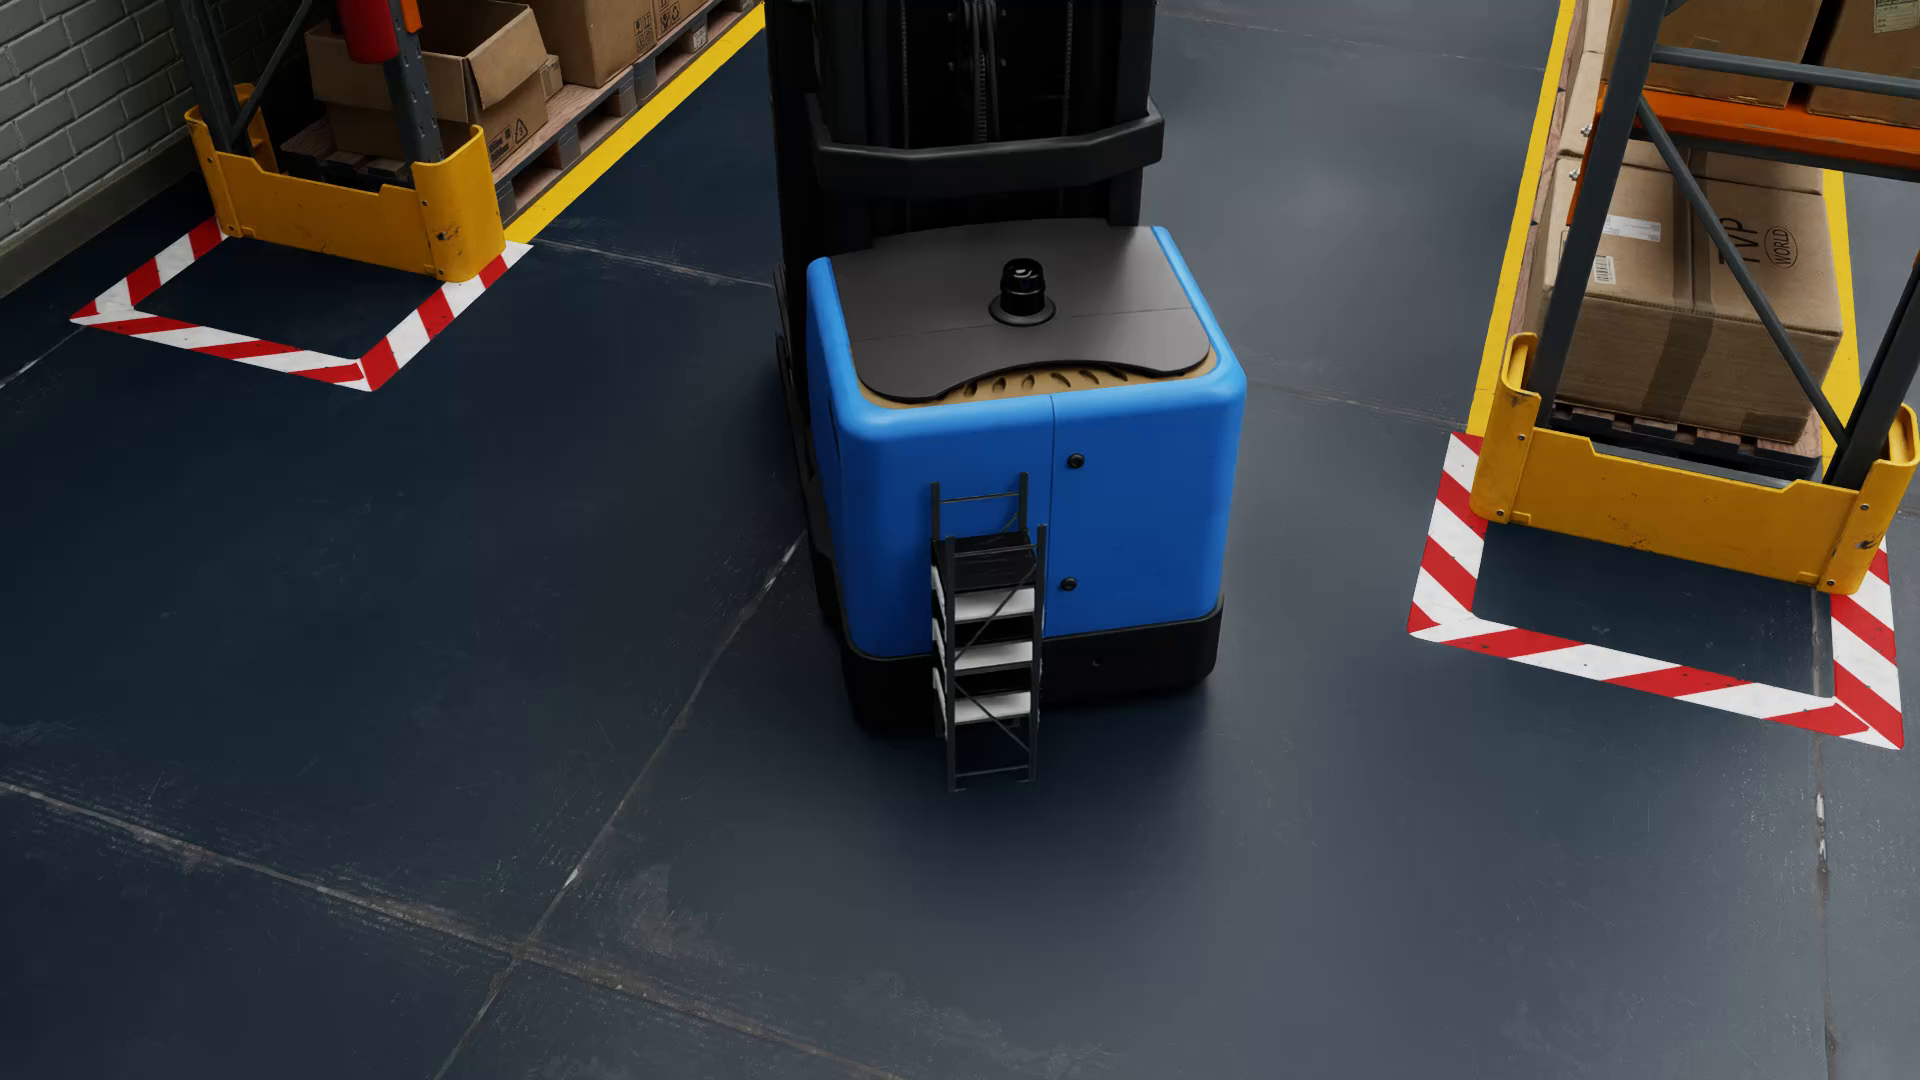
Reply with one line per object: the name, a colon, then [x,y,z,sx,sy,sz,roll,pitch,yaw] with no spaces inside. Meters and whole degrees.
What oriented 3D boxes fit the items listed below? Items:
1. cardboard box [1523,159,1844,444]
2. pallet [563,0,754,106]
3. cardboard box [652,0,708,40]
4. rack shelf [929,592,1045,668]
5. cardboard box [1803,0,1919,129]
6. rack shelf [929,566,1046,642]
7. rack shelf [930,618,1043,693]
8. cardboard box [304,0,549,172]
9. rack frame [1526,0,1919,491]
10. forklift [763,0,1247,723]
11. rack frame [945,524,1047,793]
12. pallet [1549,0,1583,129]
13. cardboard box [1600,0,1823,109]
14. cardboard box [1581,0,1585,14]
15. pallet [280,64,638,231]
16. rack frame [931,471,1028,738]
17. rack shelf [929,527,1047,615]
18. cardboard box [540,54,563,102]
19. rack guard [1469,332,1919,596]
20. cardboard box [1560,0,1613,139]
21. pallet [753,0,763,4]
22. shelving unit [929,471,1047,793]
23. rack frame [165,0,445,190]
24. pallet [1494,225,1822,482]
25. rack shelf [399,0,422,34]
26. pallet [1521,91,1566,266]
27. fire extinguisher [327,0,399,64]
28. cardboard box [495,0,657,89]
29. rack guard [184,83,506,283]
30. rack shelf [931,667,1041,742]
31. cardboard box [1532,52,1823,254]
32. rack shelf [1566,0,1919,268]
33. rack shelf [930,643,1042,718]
cardboard box: [2.377,-0.819,5.549,0.875,0.438,0.875,12,42,14]
pallet: [-1.704,-2.522,8.043,1.003,0.211,1.213,13,42,15]
cardboard box: [-1.519,-2.682,7.685,0.500,0.500,0.500,14,42,16]
rack shelf: [0.067,0.213,4.220,0.258,0.077,0.200,-7,41,-8]
cardboard box: [2.679,-1.476,4.592,0.500,0.500,0.500,13,42,15]
rack shelf: [0.067,0.144,4.162,0.258,0.077,0.200,-7,41,-8]
rack shelf: [0.067,0.281,4.279,0.258,0.077,0.200,-7,41,-8]
cardboard box: [-2.123,-1.870,6.731,0.797,0.503,0.637,12,42,13]
rack frame: [2.245,-1.209,4.356,1.000,3.000,0.127,13,42,15]
forklift: [-0.041,-1.575,4.838,1.130,2.935,3.031,-7,41,-8]
rack frame: [0.085,0.321,4.181,0.240,0.900,0.006,-7,41,-8]
pallet: [3.279,-2.141,7.597,1.003,0.211,1.213,13,42,15]
cardboard box: [2.161,-1.600,4.737,0.500,0.500,0.500,14,42,15]
cardboard box: [3.297,-2.474,7.490,0.875,0.438,0.875,13,42,14]
pallet: [-2.123,-1.780,7.174,1.003,0.211,1.213,13,42,15]
rack frame: [0.048,0.191,4.333,0.240,0.900,0.006,-7,41,-8]
rack shelf: [0.067,0.076,4.103,0.258,0.077,0.200,-7,41,-8]
cardboard box: [-1.941,-1.986,7.140,0.380,0.149,0.250,12,42,13]
rack guard: [2.237,-0.243,5.150,1.175,0.500,0.348,13,42,15]
cardboard box: [2.992,-1.928,6.850,0.875,0.438,0.875,12,42,14]
pallet: [-1.289,-3.268,8.918,1.003,0.211,1.213,13,42,15]
shelving unit: [0.067,0.256,4.257,0.258,0.900,0.210,-7,41,-8]
rack frame: [-2.421,-2.308,5.644,1.000,3.000,0.127,13,42,15]
pallet: [2.445,-0.653,5.853,1.003,0.211,1.213,13,42,15]
rack shelf: [-1.737,-3.254,7.308,1.077,0.370,4.000,13,42,15]
pallet: [2.864,-1.395,6.722,1.003,0.211,1.213,13,42,15]
fire extinguisher: [-2.037,-1.945,5.565,0.296,0.674,0.183,13,42,15]
cardboard box: [-1.794,-2.382,7.333,0.700,0.500,0.500,15,43,17]
rack guard: [-2.395,-1.404,6.510,1.175,0.500,0.348,13,42,15]
rack shelf: [0.067,0.418,4.396,0.258,0.077,0.200,-7,41,-8]
cardboard box: [2.682,-1.379,6.205,0.875,0.438,0.875,14,43,16]
rack shelf: [2.929,-2.155,6.019,1.077,0.370,4.000,13,42,15]
rack shelf: [0.067,0.349,4.337,0.258,0.077,0.200,-7,41,-8]
